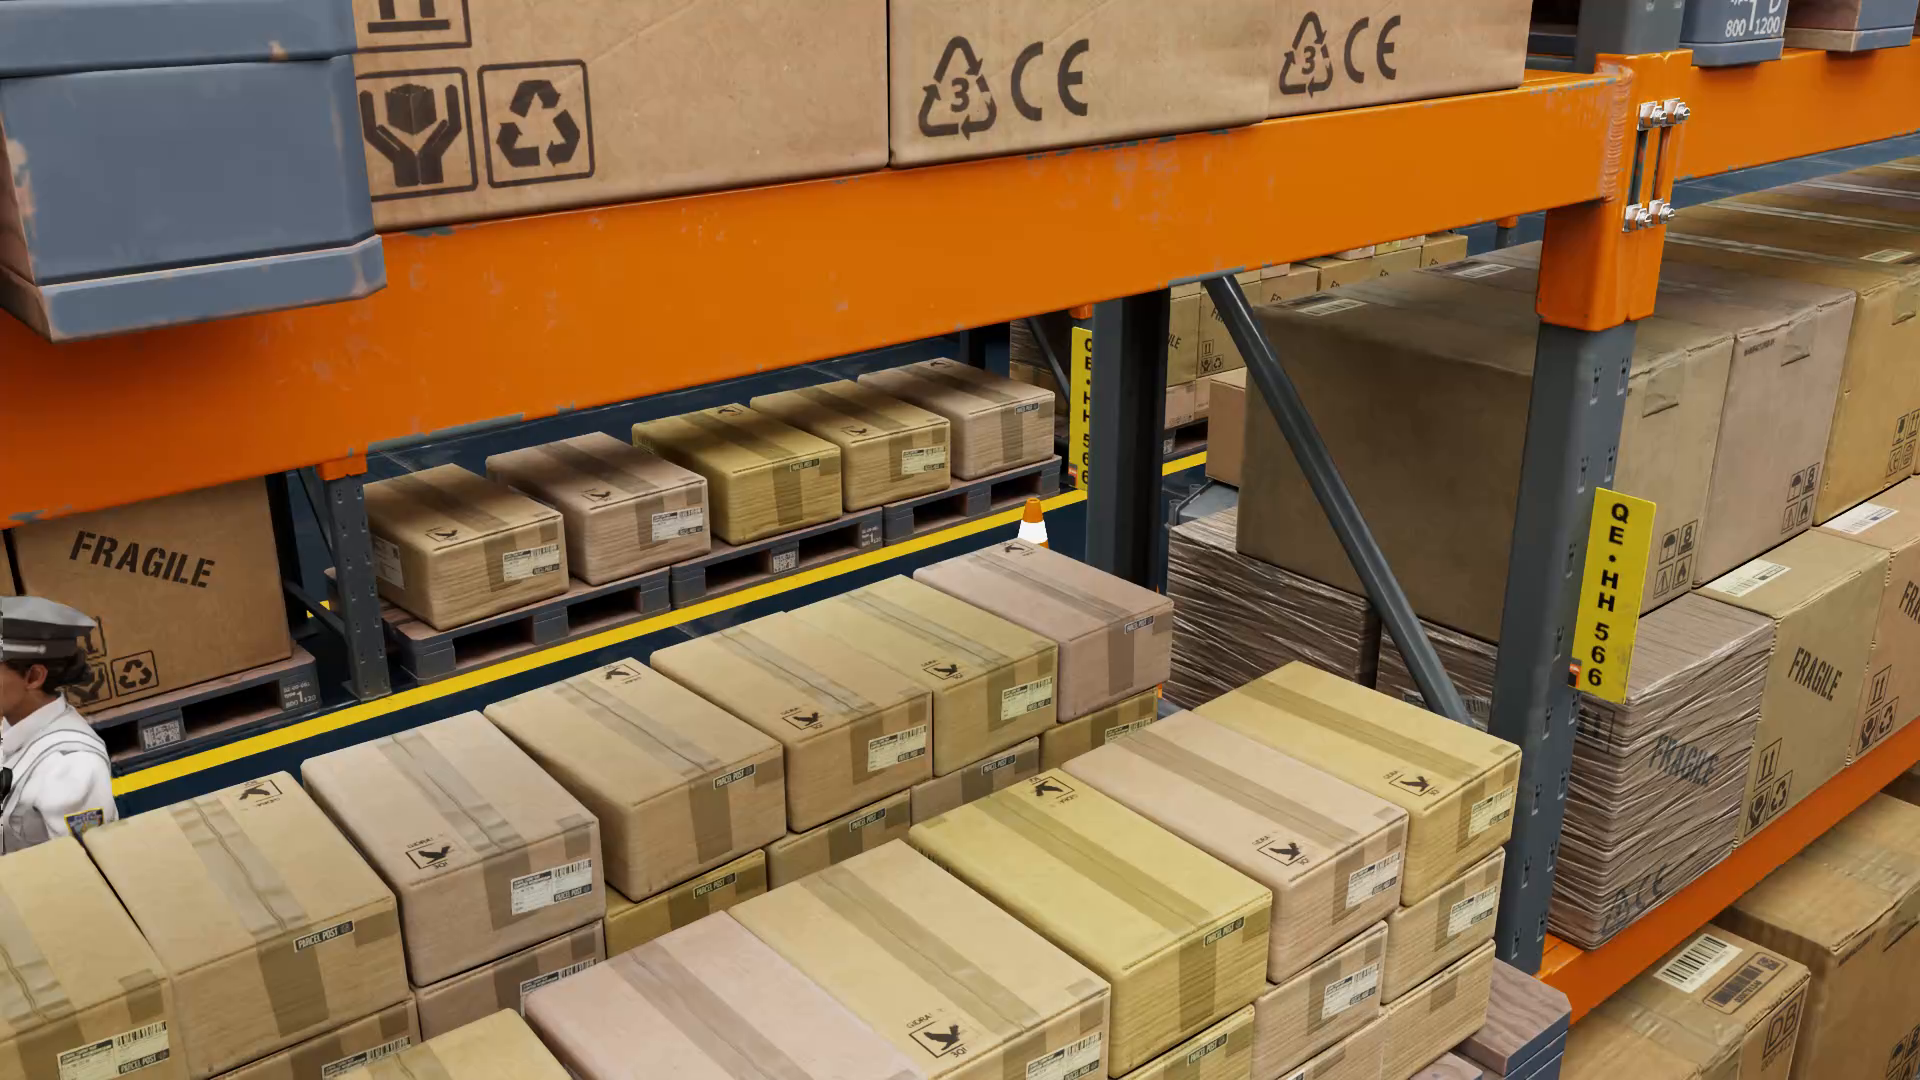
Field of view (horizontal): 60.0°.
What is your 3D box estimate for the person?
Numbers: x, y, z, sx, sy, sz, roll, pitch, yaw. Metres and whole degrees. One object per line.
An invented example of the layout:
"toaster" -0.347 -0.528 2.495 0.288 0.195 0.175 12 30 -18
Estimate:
"person" -1.936 0.888 3.685 0.535 1.678 0.484 -18 27 -39
